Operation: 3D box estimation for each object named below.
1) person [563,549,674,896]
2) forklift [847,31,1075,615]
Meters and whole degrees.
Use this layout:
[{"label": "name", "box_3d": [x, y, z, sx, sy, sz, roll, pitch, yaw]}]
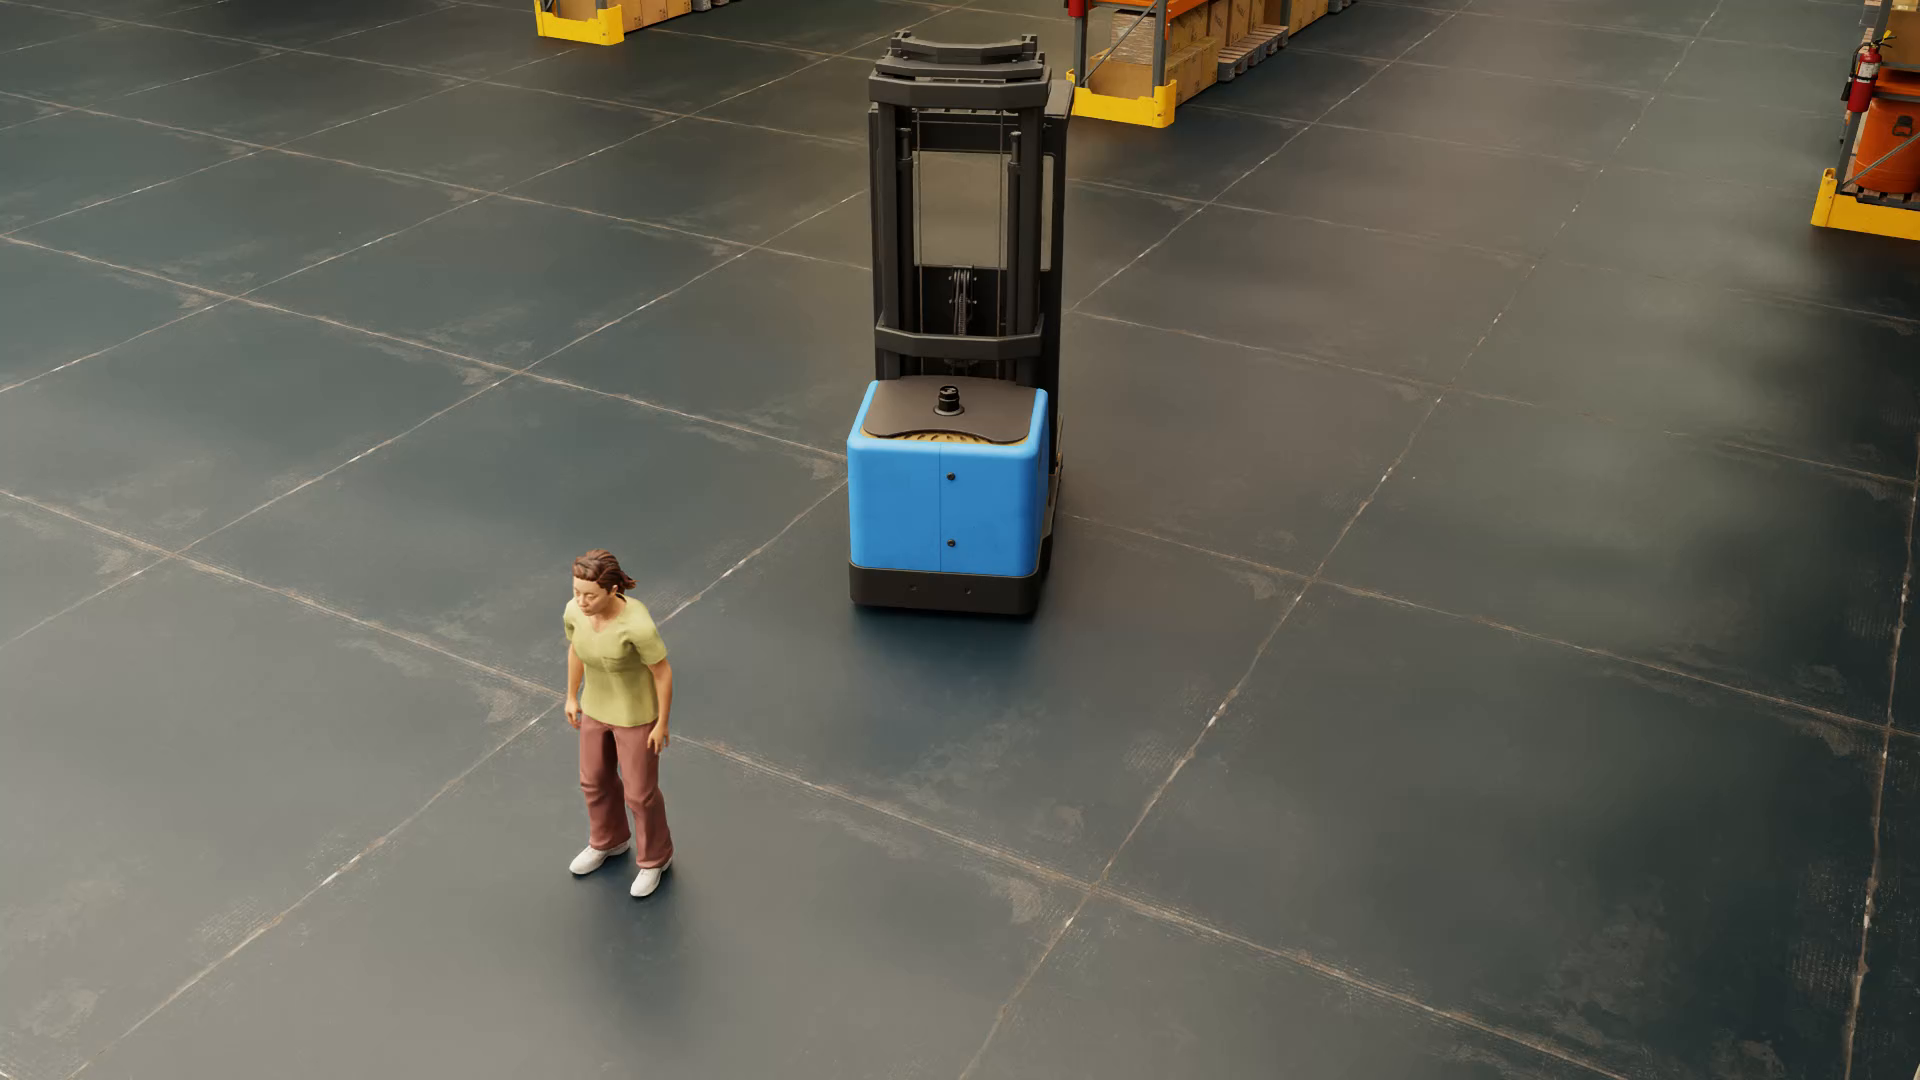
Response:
[{"label": "person", "box_3d": [-1.450, 0.749, 7.033, 0.518, 1.673, 0.356, 13, 33, 22]}, {"label": "forklift", "box_3d": [0.072, -1.572, 9.794, 1.130, 2.935, 3.031, 3, 30, 6]}]
